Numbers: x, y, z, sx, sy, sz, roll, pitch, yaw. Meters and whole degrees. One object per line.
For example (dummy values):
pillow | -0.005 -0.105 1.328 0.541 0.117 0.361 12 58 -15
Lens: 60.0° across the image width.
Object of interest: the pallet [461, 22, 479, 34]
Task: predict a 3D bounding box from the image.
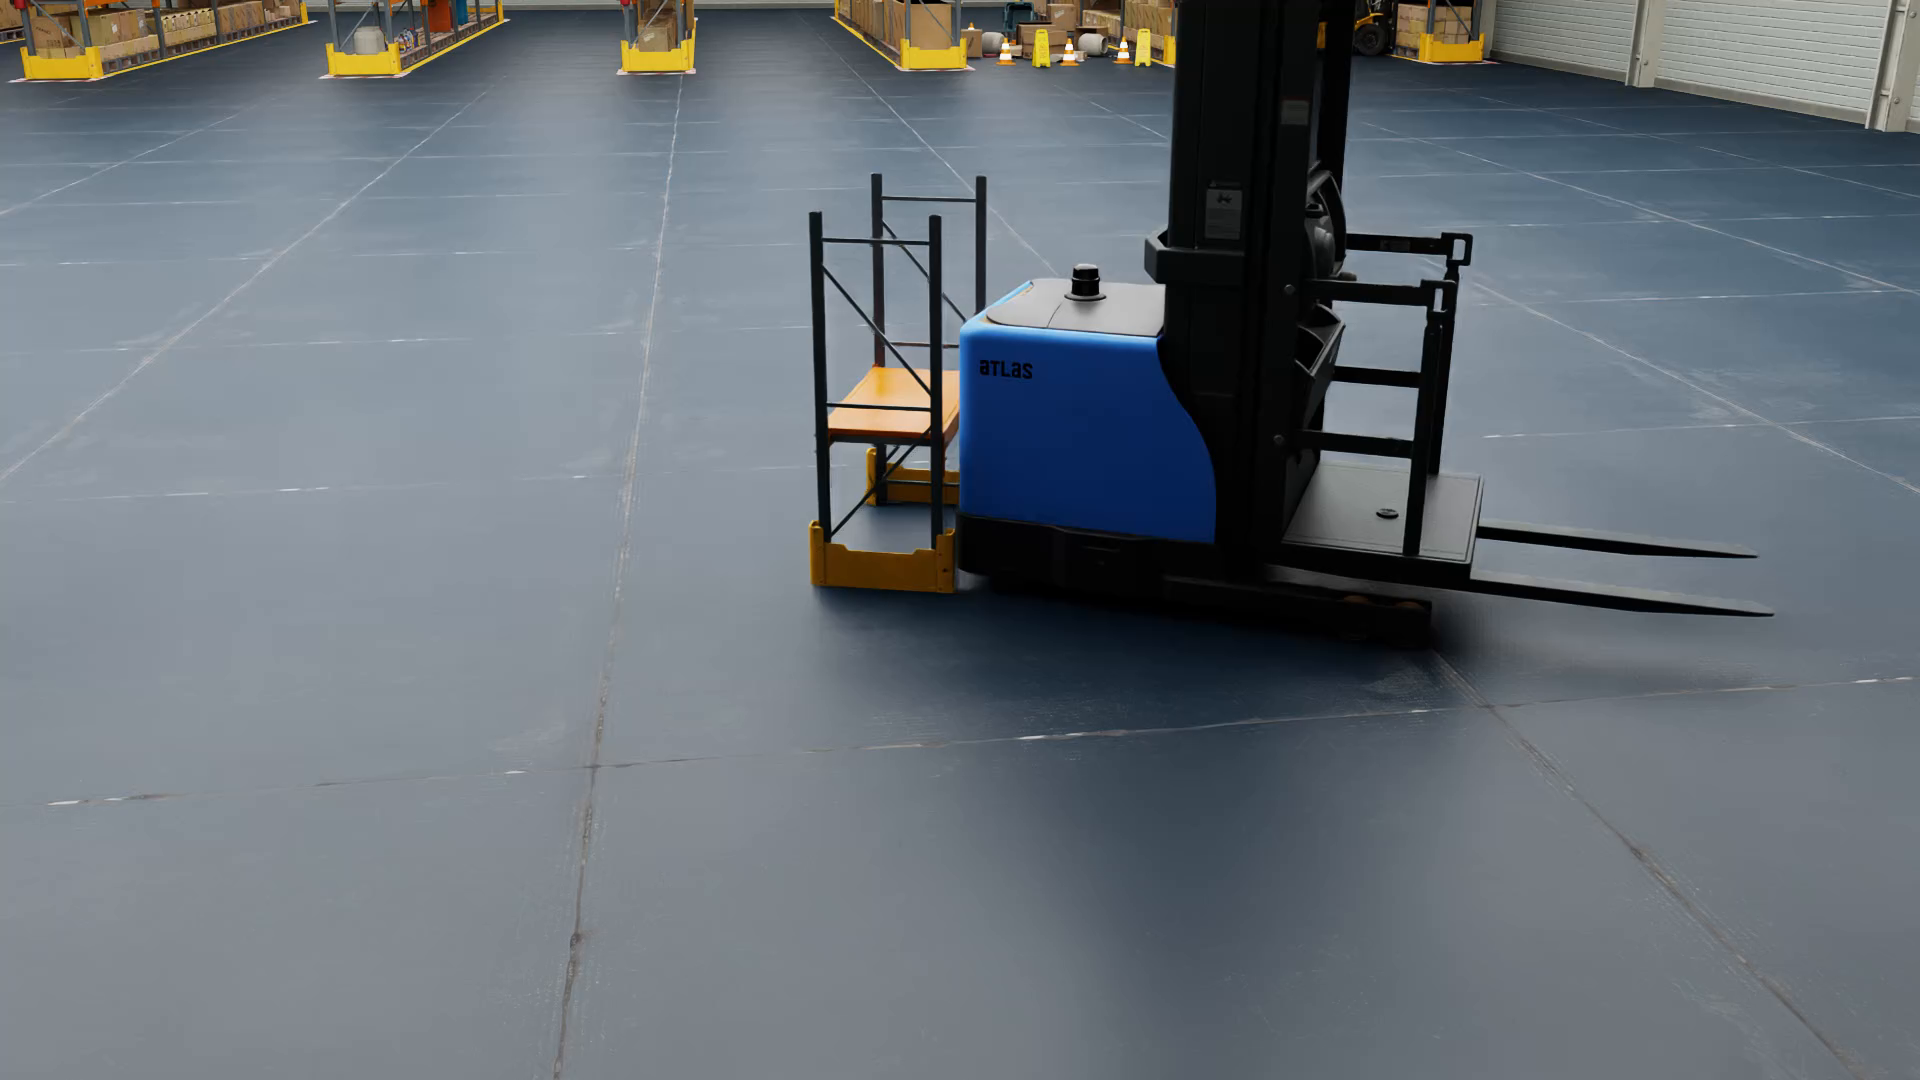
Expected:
pallet | -11.966 -12.097 39.303 1.003 0.211 1.213 -3 21 -8

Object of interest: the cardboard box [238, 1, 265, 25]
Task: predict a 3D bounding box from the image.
cardboard box | -16.583 -12.302 38.812 0.500 0.500 0.500 -3 21 -8

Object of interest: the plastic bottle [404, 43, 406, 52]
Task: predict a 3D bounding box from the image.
plastic bottle | -10.274 -9.092 30.643 0.097 0.201 0.097 0 20 0

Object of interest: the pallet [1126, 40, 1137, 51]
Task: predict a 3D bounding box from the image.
pallet | 3.957 -10.115 33.997 1.003 0.211 1.213 -3 21 -8

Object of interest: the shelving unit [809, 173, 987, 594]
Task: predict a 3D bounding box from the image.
shelving unit | -0.223 -0.689 6.918 0.587 1.500 1.083 4 21 10

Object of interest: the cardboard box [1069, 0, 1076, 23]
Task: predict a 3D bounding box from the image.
cardboard box | 3.107 -12.791 39.612 0.875 0.875 0.875 -3 21 -7

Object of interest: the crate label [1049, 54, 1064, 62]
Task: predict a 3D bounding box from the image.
crate label | 1.839 -9.105 31.399 0.250 0.136 0.298 -15 25 -35

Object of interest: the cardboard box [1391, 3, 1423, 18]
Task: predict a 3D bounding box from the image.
cardboard box | 8.776 -10.390 32.649 0.500 0.250 0.500 -3 21 -7

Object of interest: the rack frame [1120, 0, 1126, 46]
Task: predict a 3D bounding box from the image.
rack frame | 3.825 -11.652 34.127 1.000 3.000 0.127 -3 21 -8

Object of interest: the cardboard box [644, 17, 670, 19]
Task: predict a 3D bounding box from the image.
cardboard box | -5.963 -10.037 32.776 0.500 0.500 0.500 -4 21 -9

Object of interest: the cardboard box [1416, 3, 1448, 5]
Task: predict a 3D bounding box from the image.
cardboard box | 9.294 -10.418 32.724 0.500 0.250 0.500 -3 21 -8

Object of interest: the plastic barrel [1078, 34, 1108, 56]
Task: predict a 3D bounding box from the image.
plastic barrel | 2.606 -9.699 32.580 0.512 0.421 0.421 12 24 30

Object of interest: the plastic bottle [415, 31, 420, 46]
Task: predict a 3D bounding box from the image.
plastic bottle | -10.487 -9.686 32.116 0.061 0.283 0.133 -2 21 -5

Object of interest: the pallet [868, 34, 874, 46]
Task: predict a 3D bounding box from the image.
pallet | -1.424 -10.748 35.691 1.003 0.211 1.213 -3 21 -8

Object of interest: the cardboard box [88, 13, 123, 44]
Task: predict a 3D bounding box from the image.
cardboard box | -15.224 -9.071 29.475 0.500 0.500 0.500 -3 21 -8

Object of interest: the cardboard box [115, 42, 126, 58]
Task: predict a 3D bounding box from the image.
cardboard box | -15.213 -8.721 29.607 0.500 0.250 0.500 -3 21 -8

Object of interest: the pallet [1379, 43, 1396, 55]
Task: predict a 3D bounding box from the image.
pallet | 8.989 -9.897 33.412 1.003 0.211 1.213 -3 21 -8

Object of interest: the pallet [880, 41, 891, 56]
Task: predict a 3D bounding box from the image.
pallet | -1.026 -9.794 33.137 1.003 0.211 1.213 -3 21 -8

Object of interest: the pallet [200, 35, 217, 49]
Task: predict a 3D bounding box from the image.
pallet | -16.281 -10.446 34.882 1.003 0.211 1.213 -3 21 -8

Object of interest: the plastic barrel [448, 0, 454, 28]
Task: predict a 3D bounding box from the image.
plastic barrel | -11.709 -11.914 37.674 0.600 0.588 0.708 -3 21 -8

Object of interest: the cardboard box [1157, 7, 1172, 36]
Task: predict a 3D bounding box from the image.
cardboard box | 4.028 -9.791 31.402 0.500 0.500 0.500 -3 21 -7

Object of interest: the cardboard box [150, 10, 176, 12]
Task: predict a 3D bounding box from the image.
cardboard box | -16.492 -10.833 34.461 0.500 0.311 0.500 -3 21 -9

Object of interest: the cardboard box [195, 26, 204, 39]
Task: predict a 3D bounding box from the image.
cardboard box | -15.897 -10.425 34.171 0.500 0.250 0.500 -2 21 -7

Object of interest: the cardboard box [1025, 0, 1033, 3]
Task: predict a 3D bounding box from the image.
cardboard box | 2.289 -14.580 45.027 0.875 0.438 0.875 -4 21 -10

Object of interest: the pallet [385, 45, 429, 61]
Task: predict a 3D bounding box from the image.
pallet | -10.827 -9.362 31.979 1.003 0.211 1.213 -3 21 -8

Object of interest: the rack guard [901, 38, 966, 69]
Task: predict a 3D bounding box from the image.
rack guard | -0.479 -8.803 30.071 1.175 0.500 0.348 -3 21 -8

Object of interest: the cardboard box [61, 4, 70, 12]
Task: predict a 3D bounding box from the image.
cardboard box | -21.987 -12.814 40.211 0.700 0.500 0.500 -2 21 -6

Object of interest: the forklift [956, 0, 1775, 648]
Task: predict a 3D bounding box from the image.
forklift | 1.556 -1.184 6.198 3.031 2.935 1.130 7 22 18

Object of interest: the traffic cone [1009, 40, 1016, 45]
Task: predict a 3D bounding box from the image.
traffic cone | 1.230 -10.872 35.665 0.336 0.463 0.334 -3 21 -8

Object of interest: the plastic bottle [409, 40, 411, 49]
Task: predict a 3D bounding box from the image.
plastic bottle | -10.367 -9.315 31.240 0.097 0.201 0.097 0 20 0

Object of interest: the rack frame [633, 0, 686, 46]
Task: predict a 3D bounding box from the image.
rack frame | -5.981 -11.152 32.788 1.000 3.000 0.127 -3 21 -8

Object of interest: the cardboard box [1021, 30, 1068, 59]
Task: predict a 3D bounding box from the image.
cardboard box | 1.643 -9.578 32.142 0.637 0.503 0.797 17 27 39

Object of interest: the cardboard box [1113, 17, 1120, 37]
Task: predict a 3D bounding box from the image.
cardboard box | 3.747 -10.799 34.999 0.950 0.372 0.625 -3 21 -7

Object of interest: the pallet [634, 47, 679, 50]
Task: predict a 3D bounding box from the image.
pallet | -5.670 -9.192 31.525 1.003 0.211 1.213 -3 21 -8

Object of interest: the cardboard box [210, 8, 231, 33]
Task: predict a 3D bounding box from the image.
cardboard box | -16.144 -11.246 35.983 0.500 0.500 0.500 -2 21 -5

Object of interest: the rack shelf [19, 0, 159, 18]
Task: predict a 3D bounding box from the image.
rack shelf | -15.496 -9.624 29.726 1.077 0.370 4.000 -3 21 -8

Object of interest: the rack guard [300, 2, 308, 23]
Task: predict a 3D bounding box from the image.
rack guard | -17.504 -13.611 42.945 1.175 0.500 0.348 -3 21 -8

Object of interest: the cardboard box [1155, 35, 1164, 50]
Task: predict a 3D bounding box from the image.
cardboard box | 4.015 -9.450 31.561 0.500 0.250 0.500 -3 21 -8

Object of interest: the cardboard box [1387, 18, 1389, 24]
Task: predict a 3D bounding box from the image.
cardboard box | 8.708 -10.340 33.228 0.500 0.250 0.500 -3 21 -8

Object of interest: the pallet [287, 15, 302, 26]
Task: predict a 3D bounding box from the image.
pallet | -17.388 -13.200 42.257 1.003 0.211 1.213 -3 21 -8

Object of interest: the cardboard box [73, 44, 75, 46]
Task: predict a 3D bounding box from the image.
cardboard box | -15.662 -8.521 29.073 0.500 0.250 0.500 -3 21 -8

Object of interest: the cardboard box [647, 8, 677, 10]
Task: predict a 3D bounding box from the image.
cardboard box | -6.349 -11.150 35.726 0.700 0.500 0.500 -5 21 -12

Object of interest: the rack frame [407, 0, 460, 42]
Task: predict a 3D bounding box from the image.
rack frame | -11.459 -12.287 35.828 1.000 3.000 0.127 -3 21 -8

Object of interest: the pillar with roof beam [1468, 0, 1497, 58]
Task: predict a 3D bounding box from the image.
pillar with roof beam | 5.844 -13.399 30.228 9.100 9.000 0.400 -3 21 -8

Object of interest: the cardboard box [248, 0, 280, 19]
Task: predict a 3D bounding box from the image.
cardboard box | -17.214 -13.111 40.971 0.797 0.503 0.637 -3 21 -8

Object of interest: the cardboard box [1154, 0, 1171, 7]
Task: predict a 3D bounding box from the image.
cardboard box | 3.909 -10.219 31.620 0.380 0.149 0.250 -2 21 -6

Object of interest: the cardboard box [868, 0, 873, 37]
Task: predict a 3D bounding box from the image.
cardboard box | -1.372 -11.055 35.143 1.050 0.750 0.750 -3 21 -8

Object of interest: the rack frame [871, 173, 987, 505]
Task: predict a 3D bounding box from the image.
rack frame | -0.134 -0.861 7.378 0.500 1.500 0.032 4 21 10

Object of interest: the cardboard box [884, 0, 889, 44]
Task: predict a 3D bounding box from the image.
cardboard box | -1.037 -10.348 33.070 0.875 0.875 0.875 -3 21 -7

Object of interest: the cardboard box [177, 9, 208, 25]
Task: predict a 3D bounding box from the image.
cardboard box | -15.961 -10.862 34.538 0.500 0.311 0.500 -3 21 -9
